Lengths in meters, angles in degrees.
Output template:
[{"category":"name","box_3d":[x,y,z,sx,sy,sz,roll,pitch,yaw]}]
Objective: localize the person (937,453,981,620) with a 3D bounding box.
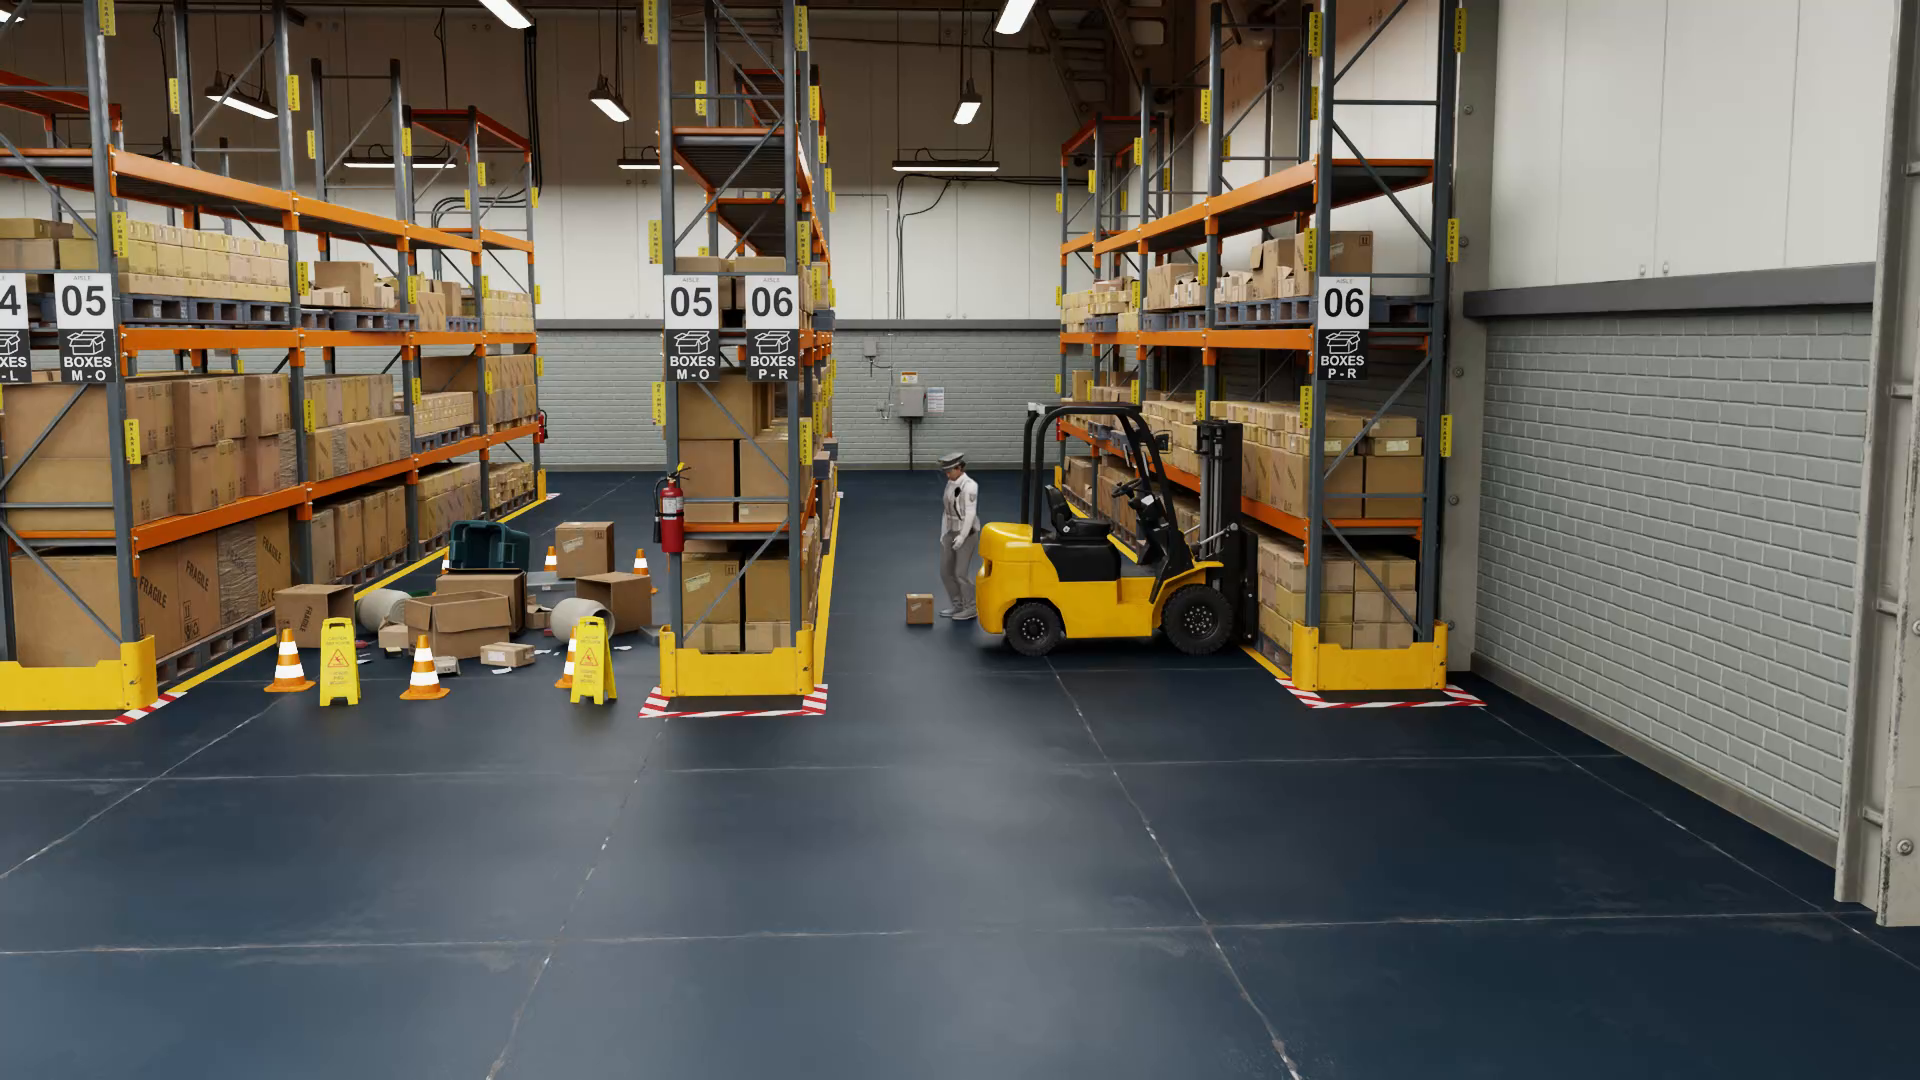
[{"category":"person","box_3d":[-0.013,-0.039,16.245,0.428,1.635,0.496,-4,8,-31]}]
